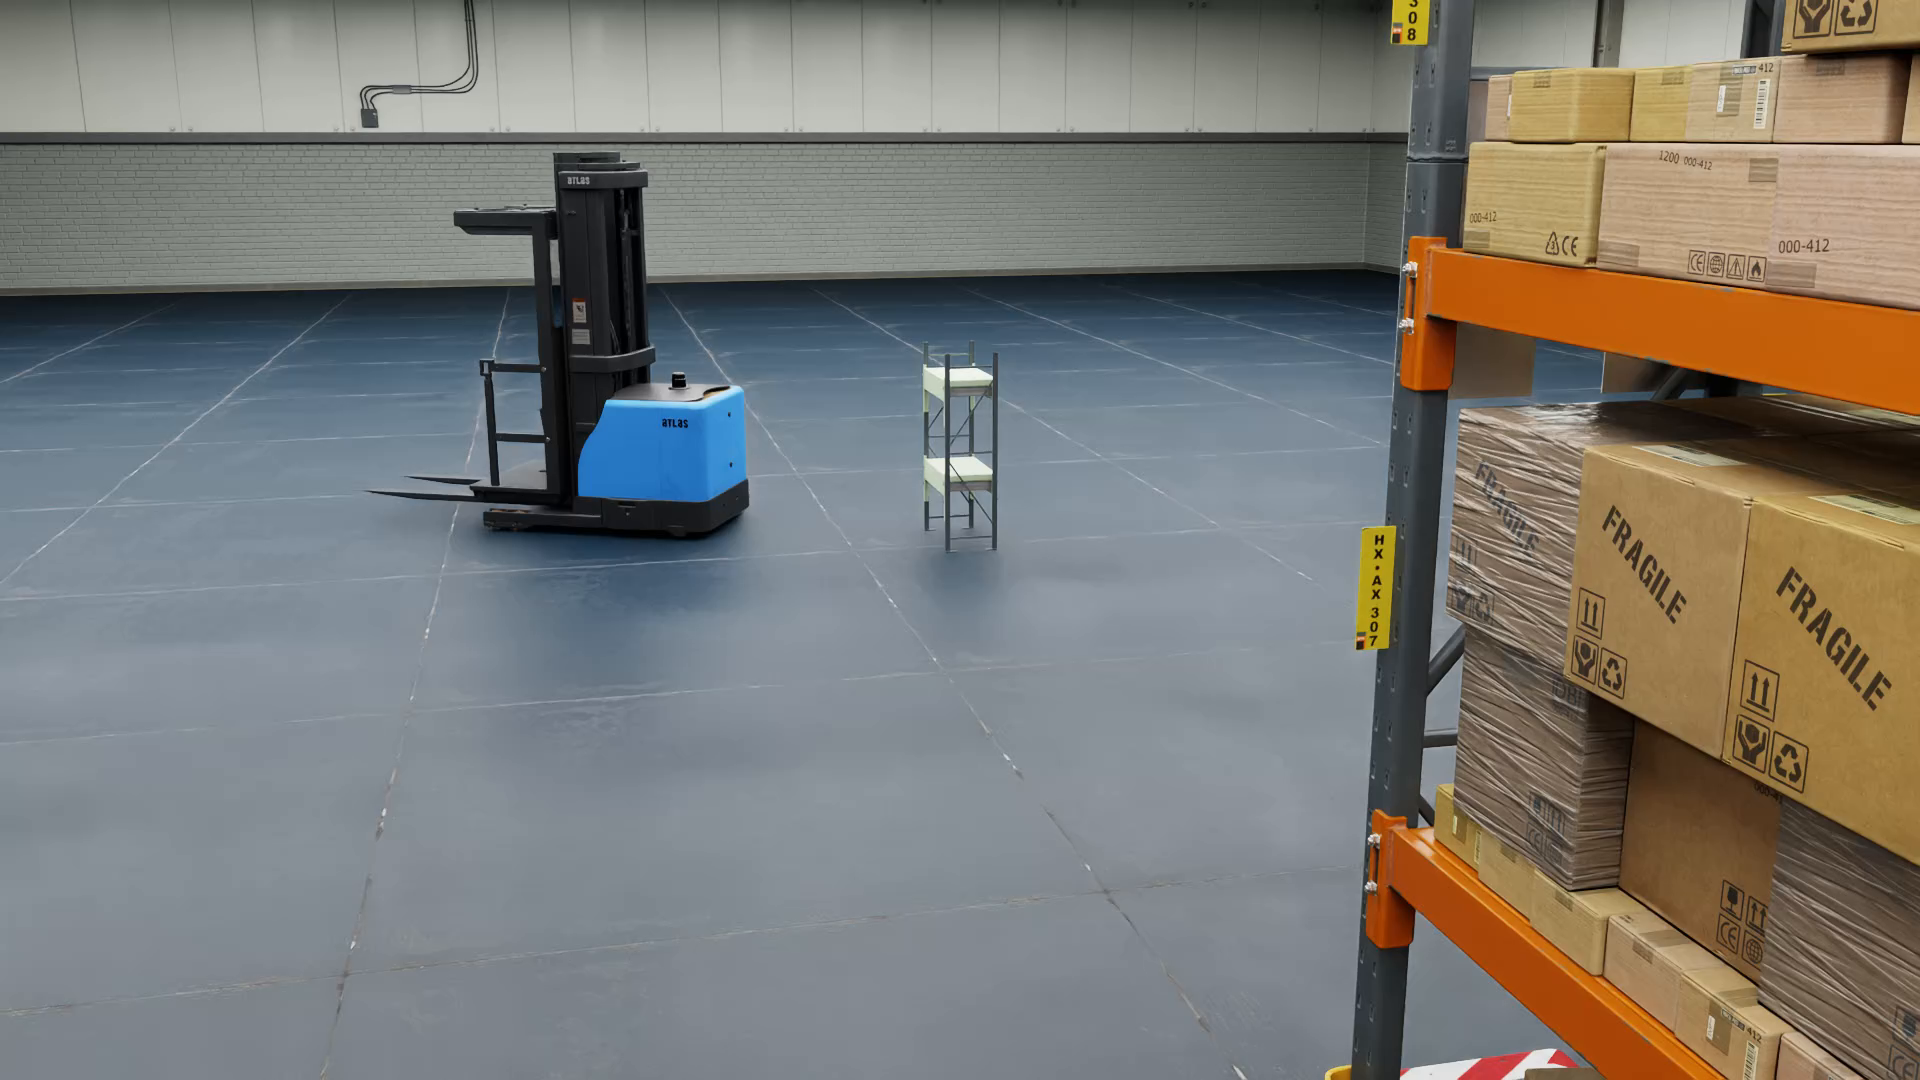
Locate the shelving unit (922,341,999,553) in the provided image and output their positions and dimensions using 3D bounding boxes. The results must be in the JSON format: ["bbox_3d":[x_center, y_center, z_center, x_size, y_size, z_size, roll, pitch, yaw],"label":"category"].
[{"bbox_3d":[-0.002,-0.730,12.755,0.431,1.500,0.755,-3,14,-13],"label":"shelving unit"}]

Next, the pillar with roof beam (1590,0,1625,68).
[{"bbox_3d":[7.227,-8.411,28.395,9.100,9.000,0.400,-3,14,-13],"label":"pillar with roof beam"}]

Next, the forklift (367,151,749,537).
[{"bbox_3d":[-3.316,-1.608,13.332,3.031,2.935,1.130,3,14,12],"label":"forklift"}]

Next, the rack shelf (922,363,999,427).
[{"bbox_3d":[-0.002,-1.109,12.663,0.431,0.370,0.720,-3,14,-13],"label":"rack shelf"}]

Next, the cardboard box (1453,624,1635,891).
[{"bbox_3d":[1.701,0.450,3.927,0.875,0.500,0.500,-3,14,-13],"label":"cardboard box"}]

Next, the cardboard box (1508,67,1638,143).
[{"bbox_3d":[1.405,-0.922,3.535,0.380,0.149,0.250,-3,14,-12],"label":"cardboard box"}]

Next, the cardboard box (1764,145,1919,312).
[{"bbox_3d":[1.700,-0.511,2.694,0.500,0.250,0.500,-3,14,-13],"label":"cardboard box"}]

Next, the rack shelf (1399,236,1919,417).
[{"bbox_3d":[2.068,-0.132,2.341,1.077,0.370,4.000,-3,14,-13],"label":"rack shelf"}]

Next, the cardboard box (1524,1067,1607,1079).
[{"bbox_3d":[1.729,1.670,4.154,0.500,0.500,0.500,-1,14,-3],"label":"cardboard box"}]

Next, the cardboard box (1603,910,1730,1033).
[{"bbox_3d":[1.597,0.889,3.495,0.380,0.149,0.250,-3,14,-13],"label":"cardboard box"}]

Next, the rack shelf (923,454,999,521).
[{"bbox_3d":[-0.002,-0.413,12.833,0.431,0.370,0.720,-3,14,-13],"label":"rack shelf"}]

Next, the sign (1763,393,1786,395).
[{"bbox_3d":[2.143,-0.228,4.433,0.100,0.325,0.005,-3,14,-13],"label":"sign"}]

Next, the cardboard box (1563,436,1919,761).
[{"bbox_3d":[1.573,0.094,3.279,0.500,0.500,0.500,-3,14,-13],"label":"cardboard box"}]

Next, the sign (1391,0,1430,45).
[{"bbox_3d":[1.071,-1.337,3.917,0.100,0.325,0.005,-3,14,-13],"label":"sign"}]

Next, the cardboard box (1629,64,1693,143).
[{"bbox_3d":[1.584,-0.870,3.325,0.380,0.149,0.250,-4,14,-14],"label":"cardboard box"}]

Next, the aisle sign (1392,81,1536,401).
[{"bbox_3d":[1.292,-0.746,4.182,0.394,0.787,0.004,-3,14,-13],"label":"aisle sign"}]

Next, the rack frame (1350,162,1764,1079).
[{"bbox_3d":[1.599,0.515,4.500,1.000,3.000,0.127,-3,14,-13],"label":"rack frame"}]

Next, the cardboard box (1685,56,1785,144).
[{"bbox_3d":[1.579,-0.803,3.051,0.380,0.149,0.250,-3,14,-11],"label":"cardboard box"}]

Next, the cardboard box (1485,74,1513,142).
[{"bbox_3d":[1.438,-0.987,3.802,0.380,0.149,0.250,-3,14,-14],"label":"cardboard box"}]

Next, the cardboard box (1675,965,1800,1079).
[{"bbox_3d":[1.649,0.948,3.258,0.380,0.149,0.250,-3,14,-13],"label":"cardboard box"}]

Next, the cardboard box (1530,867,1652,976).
[{"bbox_3d":[1.518,0.833,3.727,0.380,0.149,0.250,-3,14,-13],"label":"cardboard box"}]

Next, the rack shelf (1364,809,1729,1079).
[{"bbox_3d":[2.068,1.326,2.697,1.077,0.370,4.000,-3,14,-13],"label":"rack shelf"}]

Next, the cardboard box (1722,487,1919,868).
[{"bbox_3d":[1.692,0.209,2.807,0.500,0.500,0.500,-3,14,-13],"label":"cardboard box"}]

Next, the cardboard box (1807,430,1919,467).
[{"bbox_3d":[2.091,0.064,3.401,0.500,0.500,0.500,-3,14,-13],"label":"cardboard box"}]

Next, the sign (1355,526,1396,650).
[{"bbox_3d":[1.071,0.124,4.274,0.100,0.325,0.005,-3,14,-13],"label":"sign"}]

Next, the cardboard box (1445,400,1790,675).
[{"bbox_3d":[1.463,-0.022,3.753,0.500,0.500,0.500,-3,14,-13],"label":"cardboard box"}]

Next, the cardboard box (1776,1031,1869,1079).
[{"bbox_3d":[1.734,1.004,3.028,0.380,0.149,0.250,-3,14,-13],"label":"cardboard box"}]

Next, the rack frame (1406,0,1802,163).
[{"bbox_3d":[1.599,-2.400,3.788,1.000,3.000,0.127,-3,14,-13],"label":"rack frame"}]

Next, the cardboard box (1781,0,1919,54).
[{"bbox_3d":[1.685,-1.021,2.574,0.500,0.500,0.500,-3,14,-13],"label":"cardboard box"}]

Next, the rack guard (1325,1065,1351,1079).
[{"bbox_3d":[1.616,1.746,4.725,1.175,0.500,0.348,-3,14,-13],"label":"rack guard"}]

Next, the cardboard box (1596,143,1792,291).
[{"bbox_3d":[1.588,-0.625,3.162,0.500,0.250,0.500,-4,14,-14],"label":"cardboard box"}]

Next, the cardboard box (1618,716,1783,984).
[{"bbox_3d":[1.935,0.559,3.483,0.875,0.500,0.500,-3,14,-13],"label":"cardboard box"}]

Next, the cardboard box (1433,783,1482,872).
[{"bbox_3d":[1.434,0.716,4.207,0.380,0.149,0.250,-3,14,-13],"label":"cardboard box"}]

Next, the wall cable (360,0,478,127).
[{"bbox_3d":[-10.791,-11.211,32.687,2.305,6.003,0.169,-3,14,-13],"label":"wall cable"}]

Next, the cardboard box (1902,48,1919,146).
[{"bbox_3d":[1.711,-0.685,2.566,0.380,0.149,0.250,-4,14,-16],"label":"cardboard box"}]

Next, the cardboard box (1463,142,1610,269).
[{"bbox_3d":[1.460,-0.744,3.648,0.500,0.250,0.500,-3,14,-12],"label":"cardboard box"}]

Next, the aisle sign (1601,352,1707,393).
[{"bbox_3d":[1.876,-0.779,4.319,0.394,0.787,0.004,-3,14,-13],"label":"aisle sign"}]

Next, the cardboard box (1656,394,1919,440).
[{"bbox_3d":[1.968,-0.051,3.871,0.500,0.500,0.500,-3,14,-13],"label":"cardboard box"}]

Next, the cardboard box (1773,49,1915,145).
[{"bbox_3d":[1.632,-0.747,2.821,0.380,0.149,0.250,-3,14,-13],"label":"cardboard box"}]

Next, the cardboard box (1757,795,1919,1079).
[{"bbox_3d":[2.010,0.676,3.001,0.875,0.500,0.500,-3,14,-13],"label":"cardboard box"}]

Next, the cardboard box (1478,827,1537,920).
[{"bbox_3d":[1.474,0.774,3.966,0.380,0.149,0.250,-3,14,-13],"label":"cardboard box"}]

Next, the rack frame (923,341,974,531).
[{"bbox_3d":[-0.088,-0.815,13.101,0.400,1.500,0.023,-3,14,-13],"label":"rack frame"}]

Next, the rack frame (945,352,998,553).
[{"bbox_3d":[0.084,-0.646,12.410,0.400,1.500,0.023,-3,14,-13],"label":"rack frame"}]
